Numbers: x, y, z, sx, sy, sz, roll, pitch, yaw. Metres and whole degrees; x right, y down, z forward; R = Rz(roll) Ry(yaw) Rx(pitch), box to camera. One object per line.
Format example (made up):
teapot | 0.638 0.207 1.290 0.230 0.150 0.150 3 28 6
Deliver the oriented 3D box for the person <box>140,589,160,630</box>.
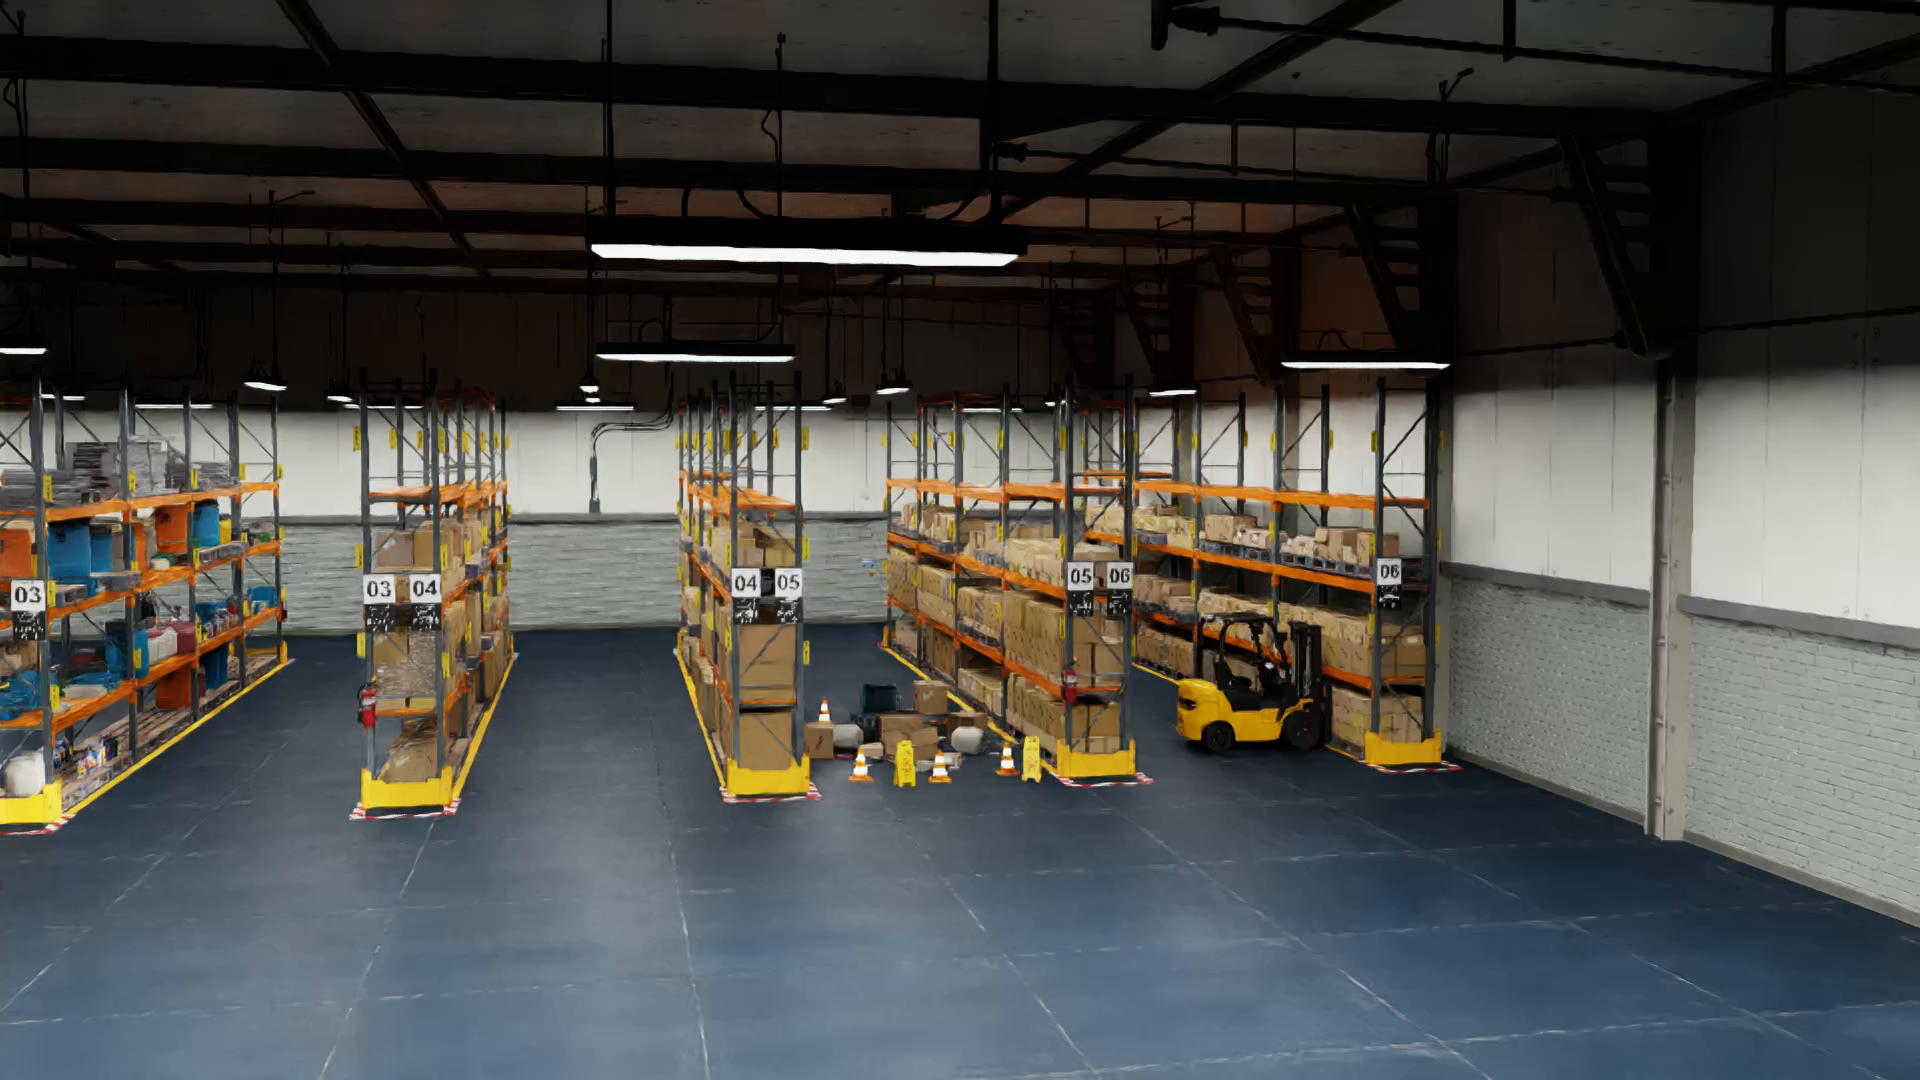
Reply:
person | -18.935 1.824 38.837 0.499 1.706 0.640 -3 5 -44

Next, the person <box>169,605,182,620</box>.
person | -16.223 2.132 34.632 0.521 1.609 0.938 1 3 9
